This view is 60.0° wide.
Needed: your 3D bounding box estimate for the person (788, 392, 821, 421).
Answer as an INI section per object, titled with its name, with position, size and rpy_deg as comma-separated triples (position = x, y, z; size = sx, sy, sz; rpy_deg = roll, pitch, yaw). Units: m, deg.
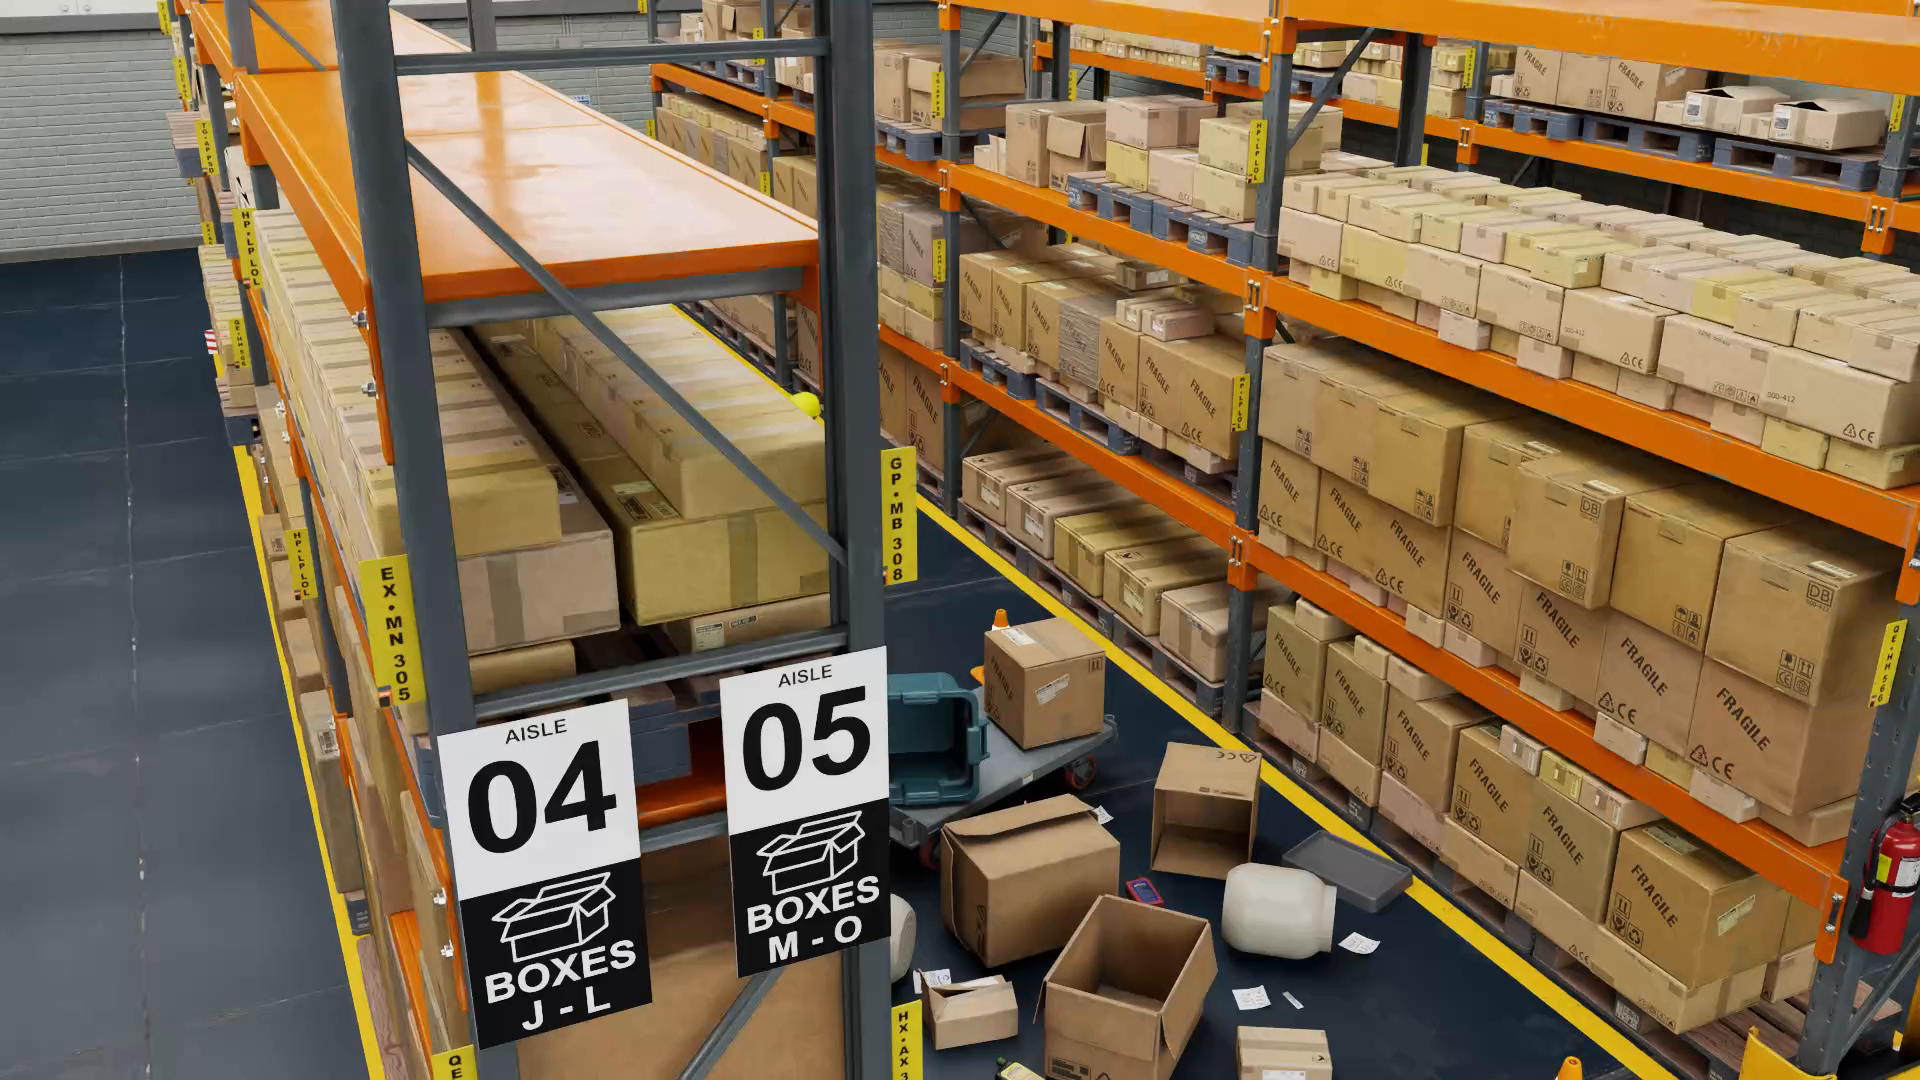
[person]
position = -1.023, -0.102, 10.830
size = 0.370, 1.776, 0.567
rpy_deg = -10, 24, -23
